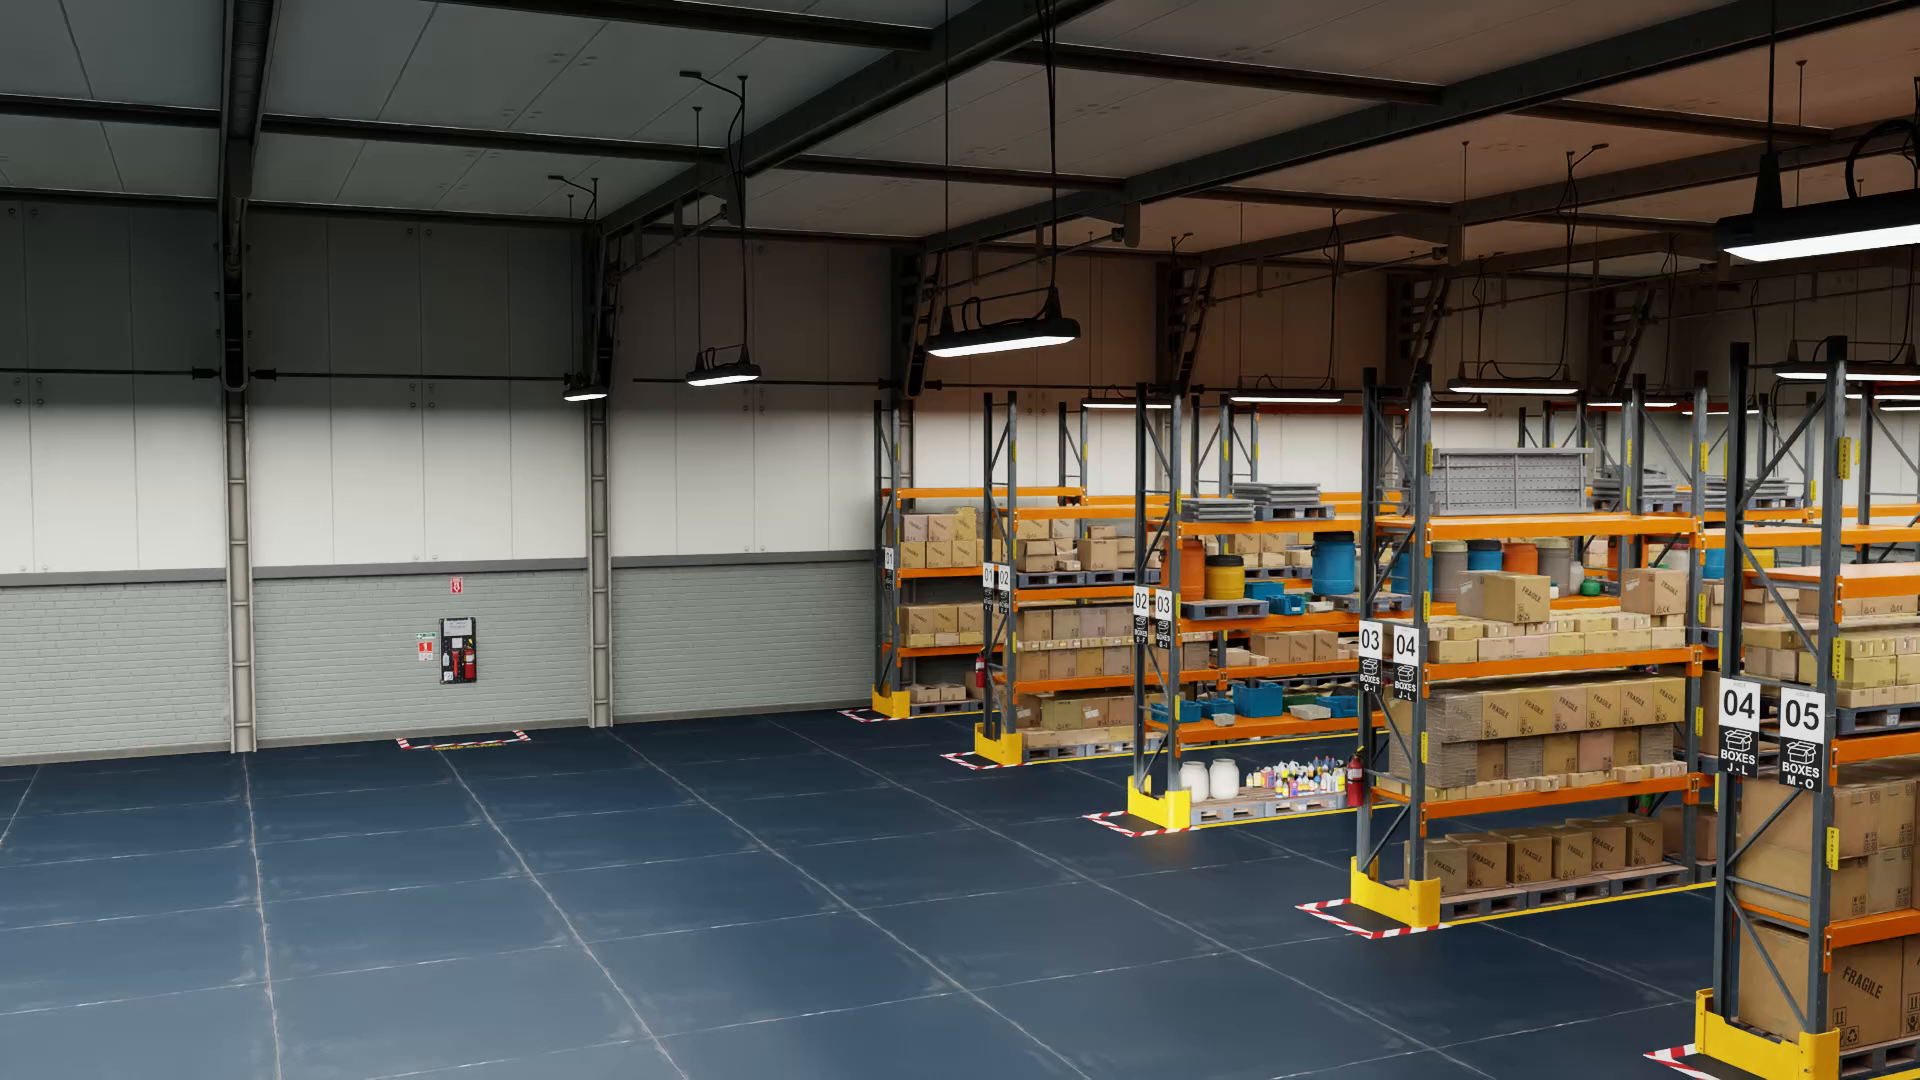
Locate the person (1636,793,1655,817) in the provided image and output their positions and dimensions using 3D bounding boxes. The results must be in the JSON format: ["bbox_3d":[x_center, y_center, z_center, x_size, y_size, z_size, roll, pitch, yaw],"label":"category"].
[{"bbox_3d":[9.077,2.994,22.010,0.593,1.802,0.403,3,4,42],"label":"person"}]
